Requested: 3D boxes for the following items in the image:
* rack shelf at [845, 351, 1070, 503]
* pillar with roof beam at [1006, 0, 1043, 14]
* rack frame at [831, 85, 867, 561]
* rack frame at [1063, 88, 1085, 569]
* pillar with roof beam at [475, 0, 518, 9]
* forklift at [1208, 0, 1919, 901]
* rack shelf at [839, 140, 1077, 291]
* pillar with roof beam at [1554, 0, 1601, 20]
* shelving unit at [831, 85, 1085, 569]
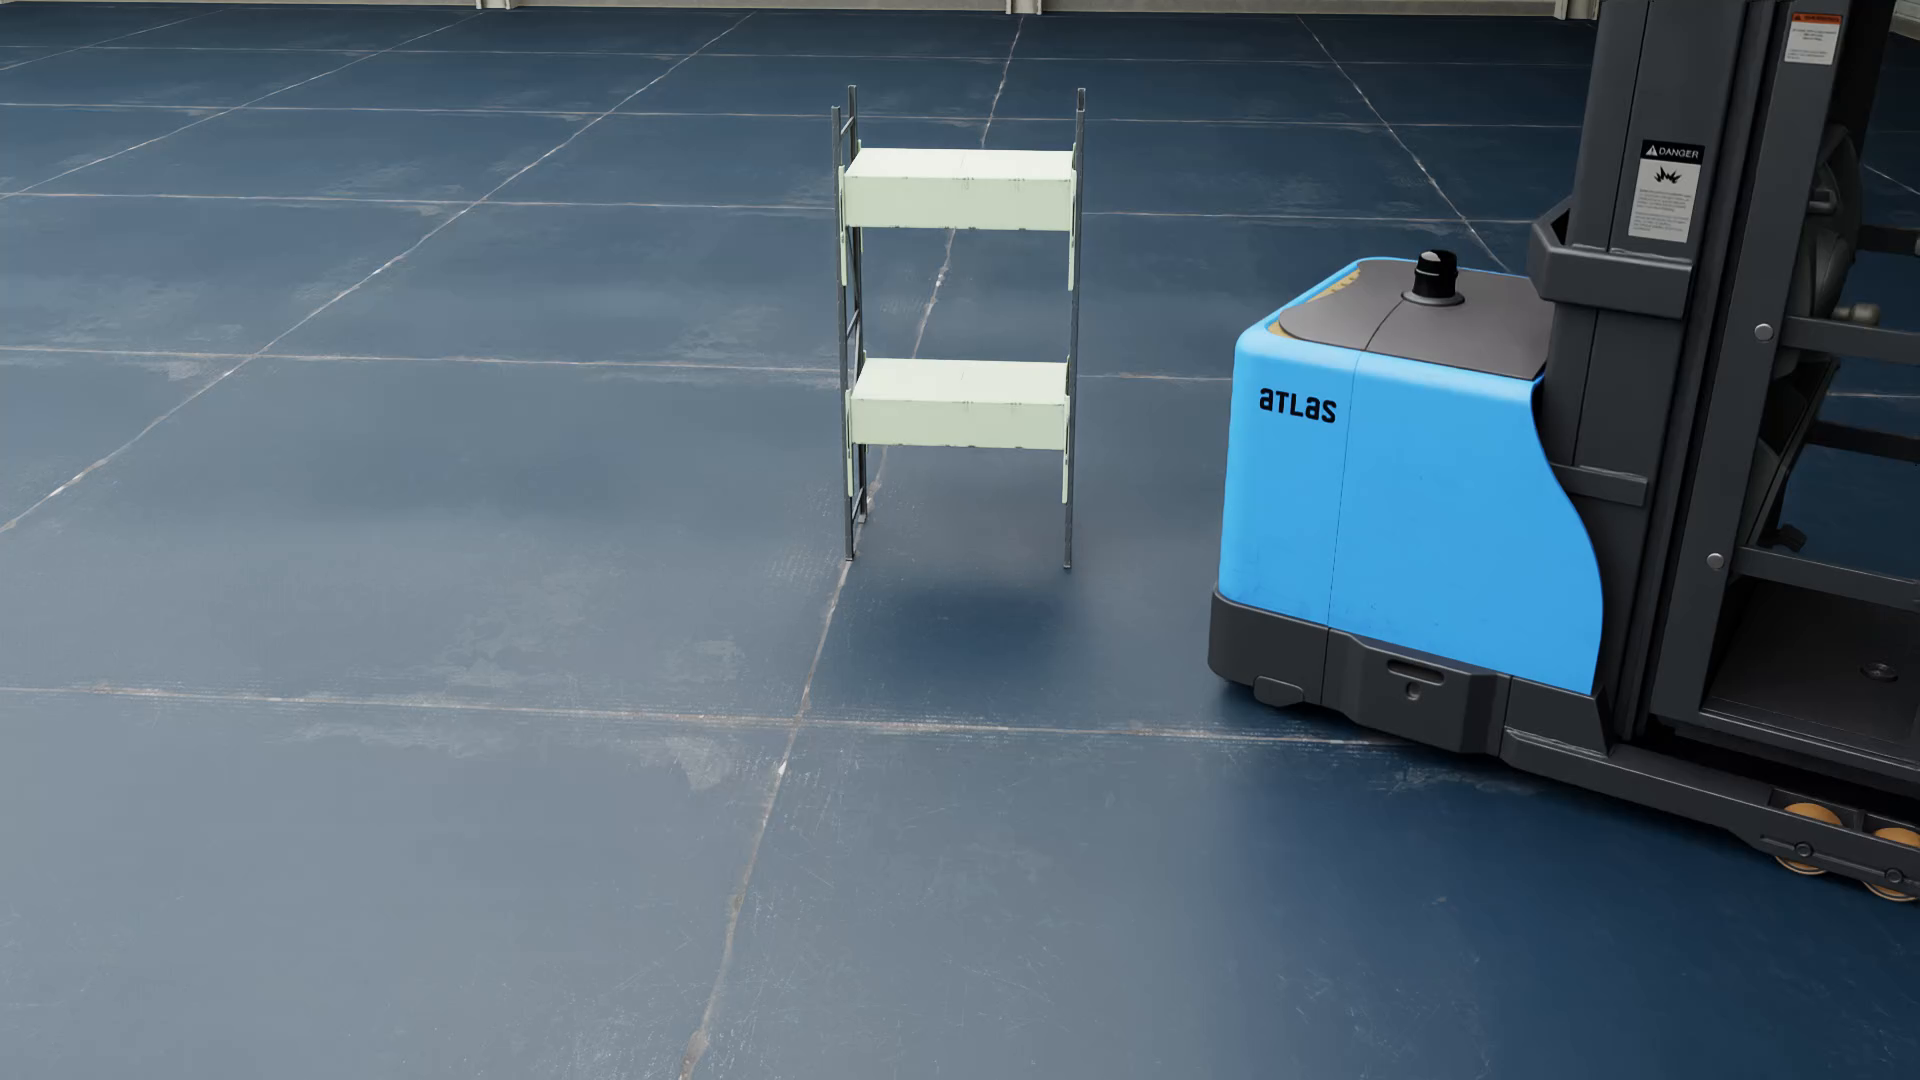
[{"bbox_3d":[0.007,-0.385,5.572,0.720,0.370,0.431,2,25,4],"label":"rack shelf"},{"bbox_3d":[0.388,-8.173,12.746,0.400,9.000,9.100,2,25,4],"label":"pillar with roof beam"},{"bbox_3d":[-0.358,-0.693,5.462,0.023,1.500,0.400,2,25,4],"label":"rack frame"},{"bbox_3d":[0.372,-0.669,5.411,0.023,1.500,0.400,2,25,4],"label":"rack frame"},{"bbox_3d":[-5.594,-8.365,13.163,0.400,9.000,9.100,2,25,4],"label":"pillar with roof beam"},{"bbox_3d":[2.234,-0.738,3.847,3.031,2.935,1.130,15,29,29],"label":"forklift"},{"bbox_3d":[0.007,-1.036,5.273,0.720,0.370,0.431,2,25,4],"label":"rack shelf"},{"bbox_3d":[6.371,-7.981,12.329,0.400,9.000,9.100,2,25,4],"label":"pillar with roof beam"},{"bbox_3d":[0.007,-0.681,5.436,0.755,1.500,0.431,2,25,4],"label":"shelving unit"}]
